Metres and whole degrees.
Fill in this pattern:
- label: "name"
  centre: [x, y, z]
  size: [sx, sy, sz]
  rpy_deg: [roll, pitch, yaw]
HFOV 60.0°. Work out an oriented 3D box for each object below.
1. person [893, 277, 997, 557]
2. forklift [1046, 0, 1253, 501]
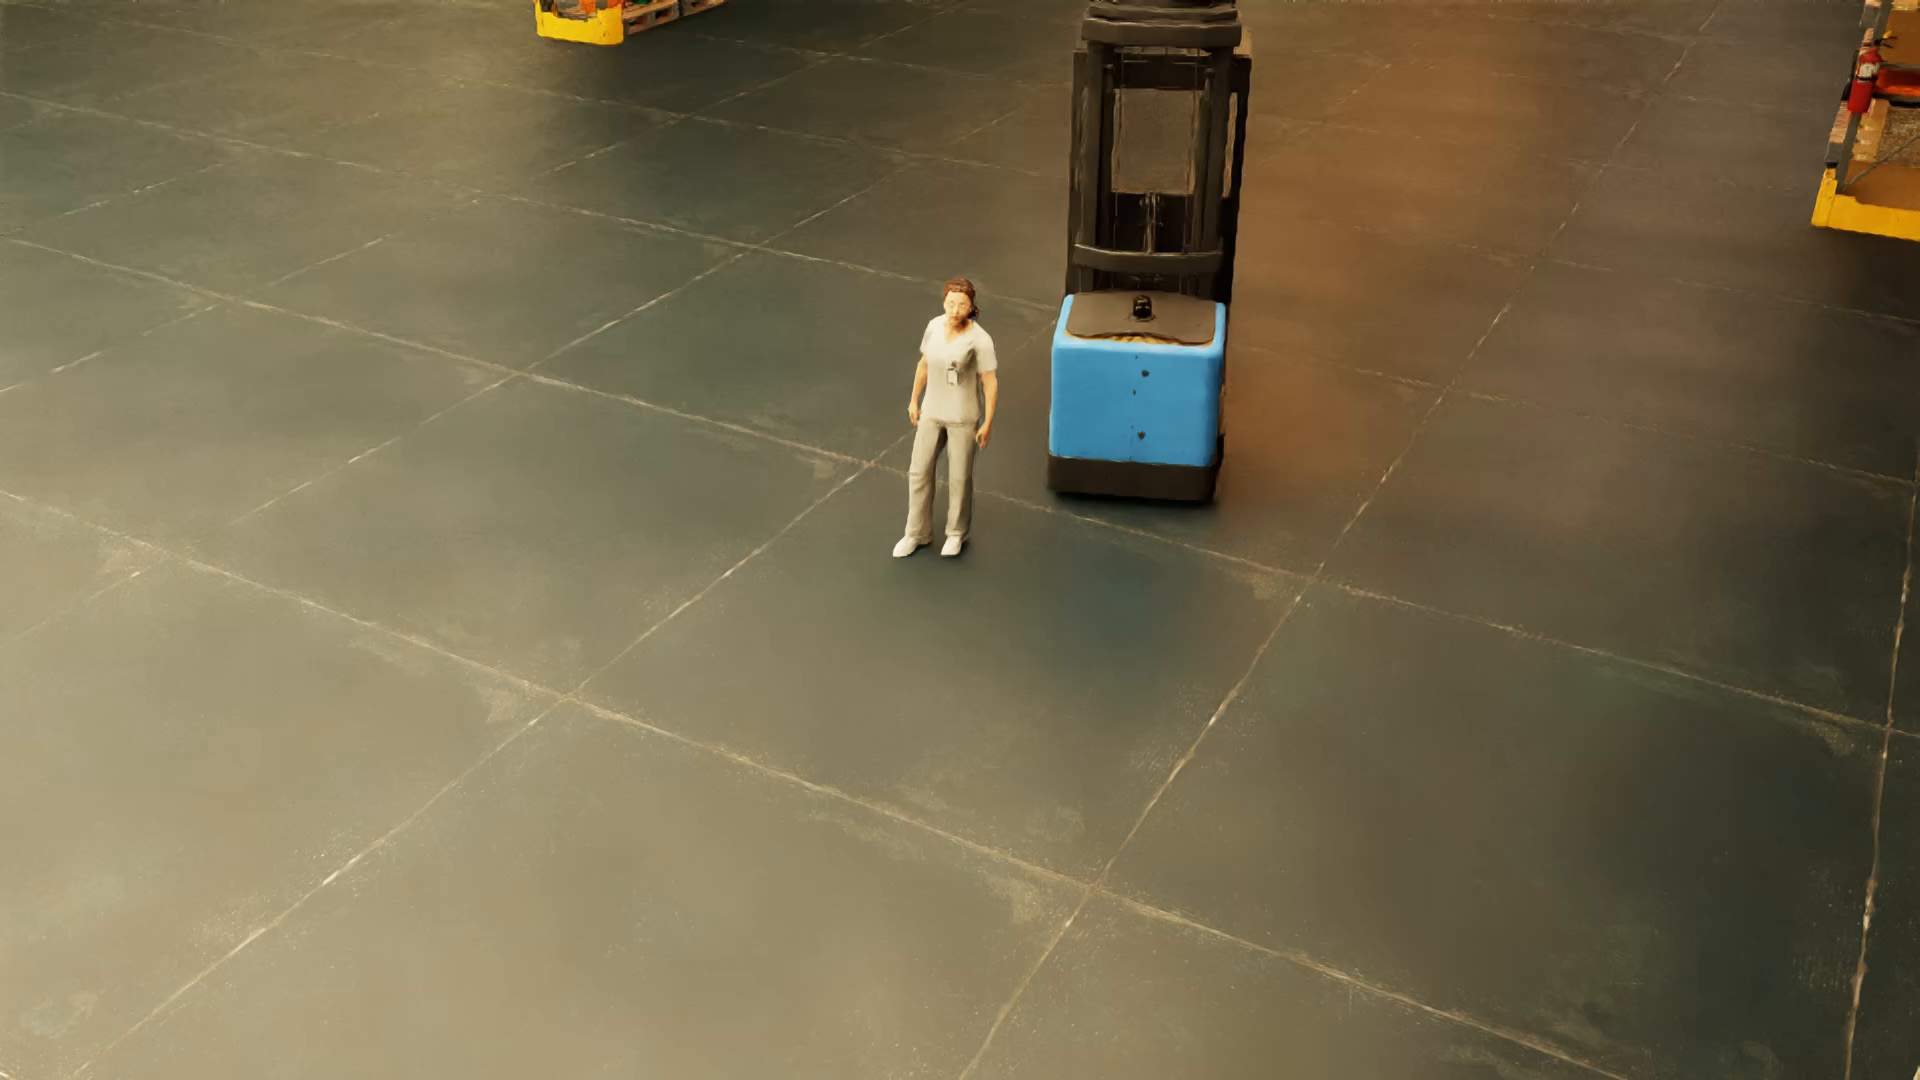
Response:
- label: "person"
  centre: [-0.069, -0.680, 9.508]
  size: [0.550, 1.673, 0.520]
  rpy_deg: [15, 33, 24]
- label: "forklift"
  centre: [1.281, -2.226, 10.928]
  size: [1.130, 2.935, 3.031]
  rpy_deg: [4, 30, 8]
